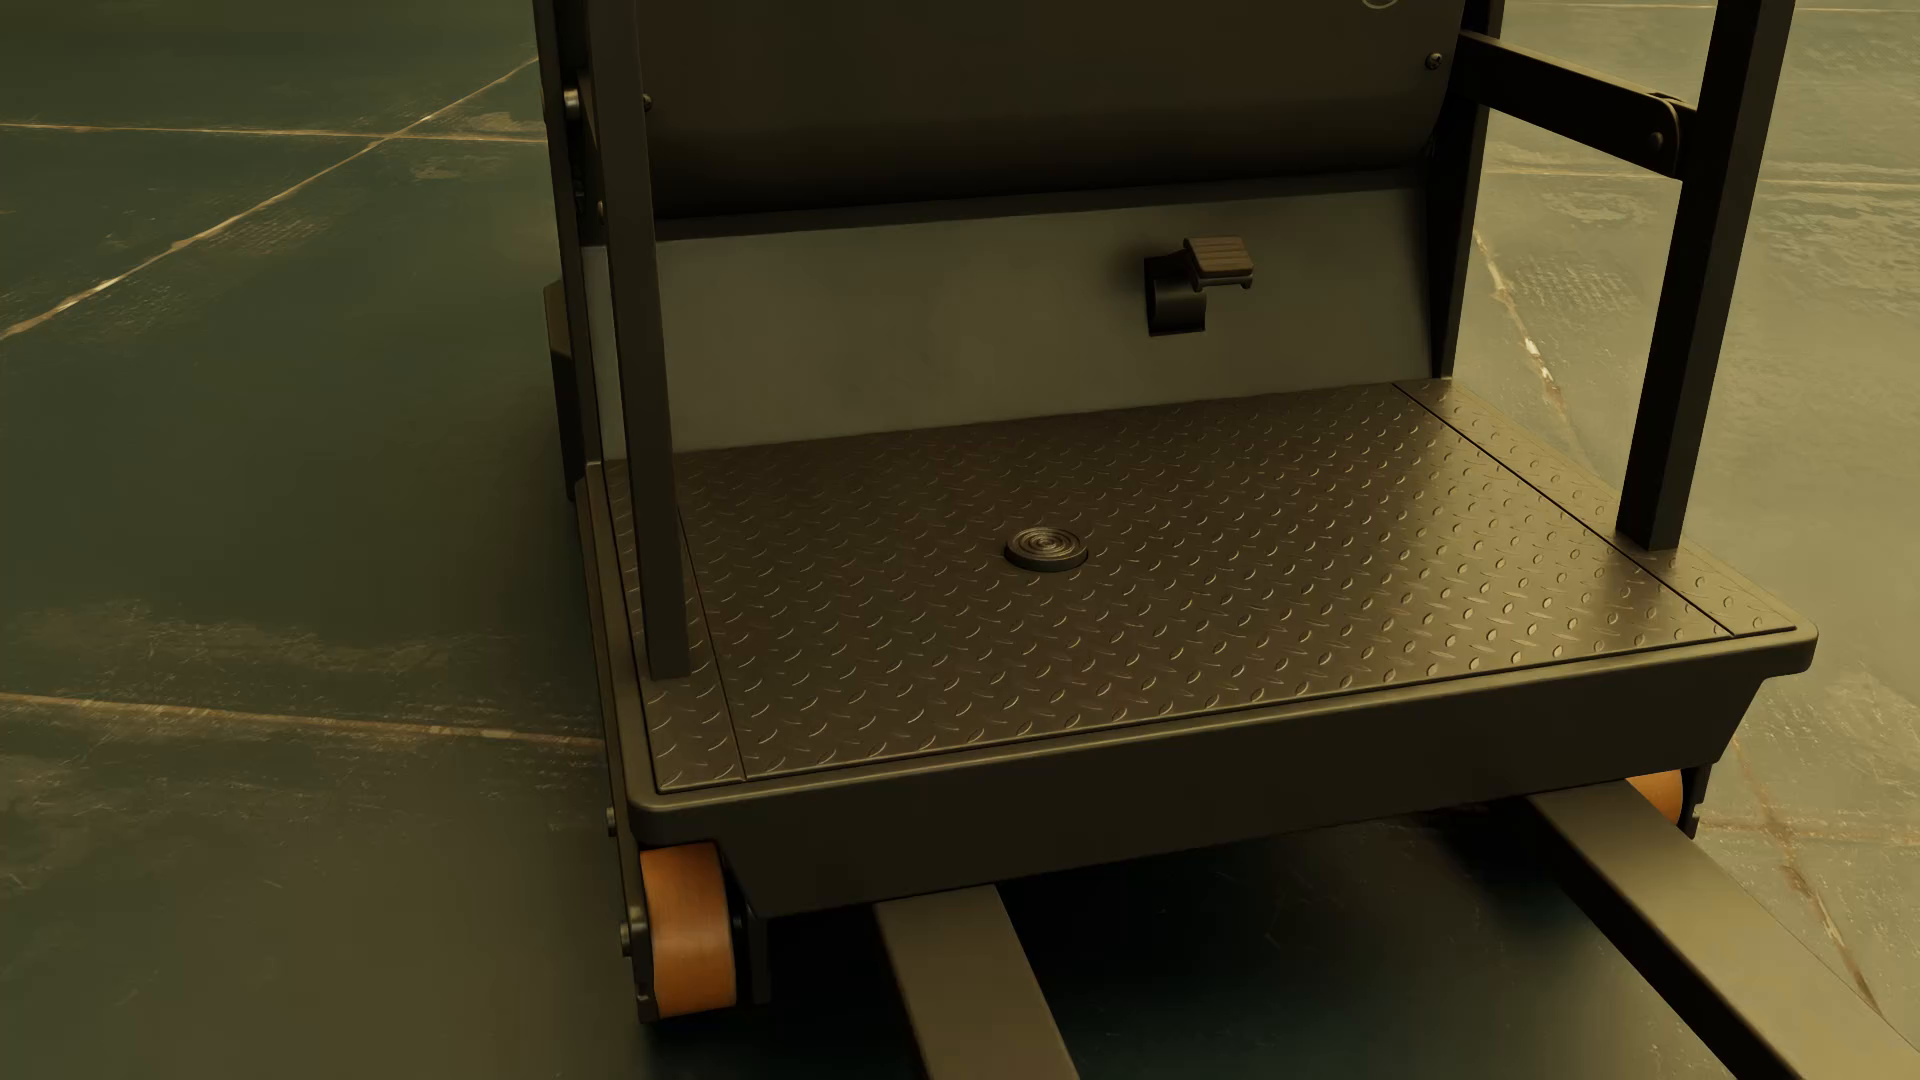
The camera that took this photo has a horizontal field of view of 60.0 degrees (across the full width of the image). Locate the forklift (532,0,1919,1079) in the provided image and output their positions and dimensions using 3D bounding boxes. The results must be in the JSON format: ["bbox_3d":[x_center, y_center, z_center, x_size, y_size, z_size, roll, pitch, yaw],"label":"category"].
[{"bbox_3d":[0.153,-1.049,1.319,1.130,2.935,3.031,-7,27,-13],"label":"forklift"}]
